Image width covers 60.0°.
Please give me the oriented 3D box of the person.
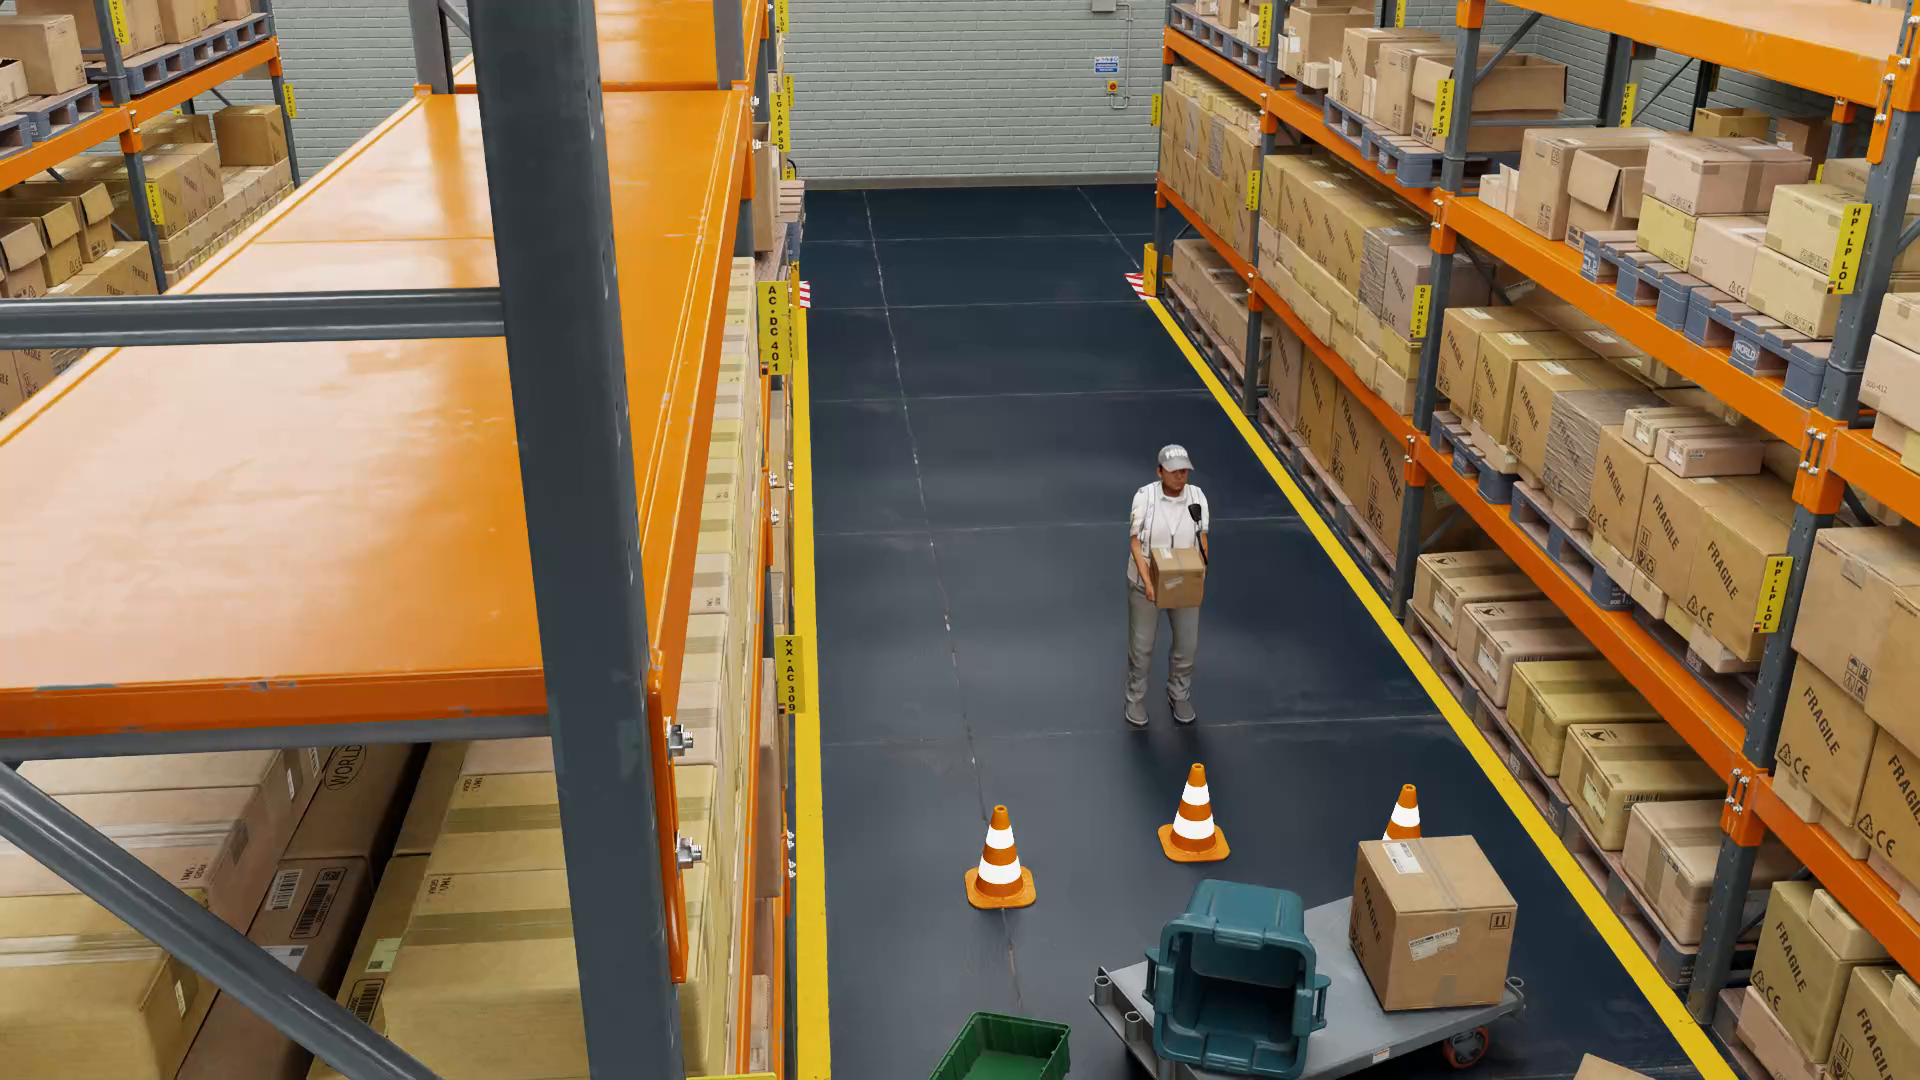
[{"bbox_3d":[1.189,0.281,9.476,0.453,1.653,0.535,-2,24,-5],"label":"person"}]
